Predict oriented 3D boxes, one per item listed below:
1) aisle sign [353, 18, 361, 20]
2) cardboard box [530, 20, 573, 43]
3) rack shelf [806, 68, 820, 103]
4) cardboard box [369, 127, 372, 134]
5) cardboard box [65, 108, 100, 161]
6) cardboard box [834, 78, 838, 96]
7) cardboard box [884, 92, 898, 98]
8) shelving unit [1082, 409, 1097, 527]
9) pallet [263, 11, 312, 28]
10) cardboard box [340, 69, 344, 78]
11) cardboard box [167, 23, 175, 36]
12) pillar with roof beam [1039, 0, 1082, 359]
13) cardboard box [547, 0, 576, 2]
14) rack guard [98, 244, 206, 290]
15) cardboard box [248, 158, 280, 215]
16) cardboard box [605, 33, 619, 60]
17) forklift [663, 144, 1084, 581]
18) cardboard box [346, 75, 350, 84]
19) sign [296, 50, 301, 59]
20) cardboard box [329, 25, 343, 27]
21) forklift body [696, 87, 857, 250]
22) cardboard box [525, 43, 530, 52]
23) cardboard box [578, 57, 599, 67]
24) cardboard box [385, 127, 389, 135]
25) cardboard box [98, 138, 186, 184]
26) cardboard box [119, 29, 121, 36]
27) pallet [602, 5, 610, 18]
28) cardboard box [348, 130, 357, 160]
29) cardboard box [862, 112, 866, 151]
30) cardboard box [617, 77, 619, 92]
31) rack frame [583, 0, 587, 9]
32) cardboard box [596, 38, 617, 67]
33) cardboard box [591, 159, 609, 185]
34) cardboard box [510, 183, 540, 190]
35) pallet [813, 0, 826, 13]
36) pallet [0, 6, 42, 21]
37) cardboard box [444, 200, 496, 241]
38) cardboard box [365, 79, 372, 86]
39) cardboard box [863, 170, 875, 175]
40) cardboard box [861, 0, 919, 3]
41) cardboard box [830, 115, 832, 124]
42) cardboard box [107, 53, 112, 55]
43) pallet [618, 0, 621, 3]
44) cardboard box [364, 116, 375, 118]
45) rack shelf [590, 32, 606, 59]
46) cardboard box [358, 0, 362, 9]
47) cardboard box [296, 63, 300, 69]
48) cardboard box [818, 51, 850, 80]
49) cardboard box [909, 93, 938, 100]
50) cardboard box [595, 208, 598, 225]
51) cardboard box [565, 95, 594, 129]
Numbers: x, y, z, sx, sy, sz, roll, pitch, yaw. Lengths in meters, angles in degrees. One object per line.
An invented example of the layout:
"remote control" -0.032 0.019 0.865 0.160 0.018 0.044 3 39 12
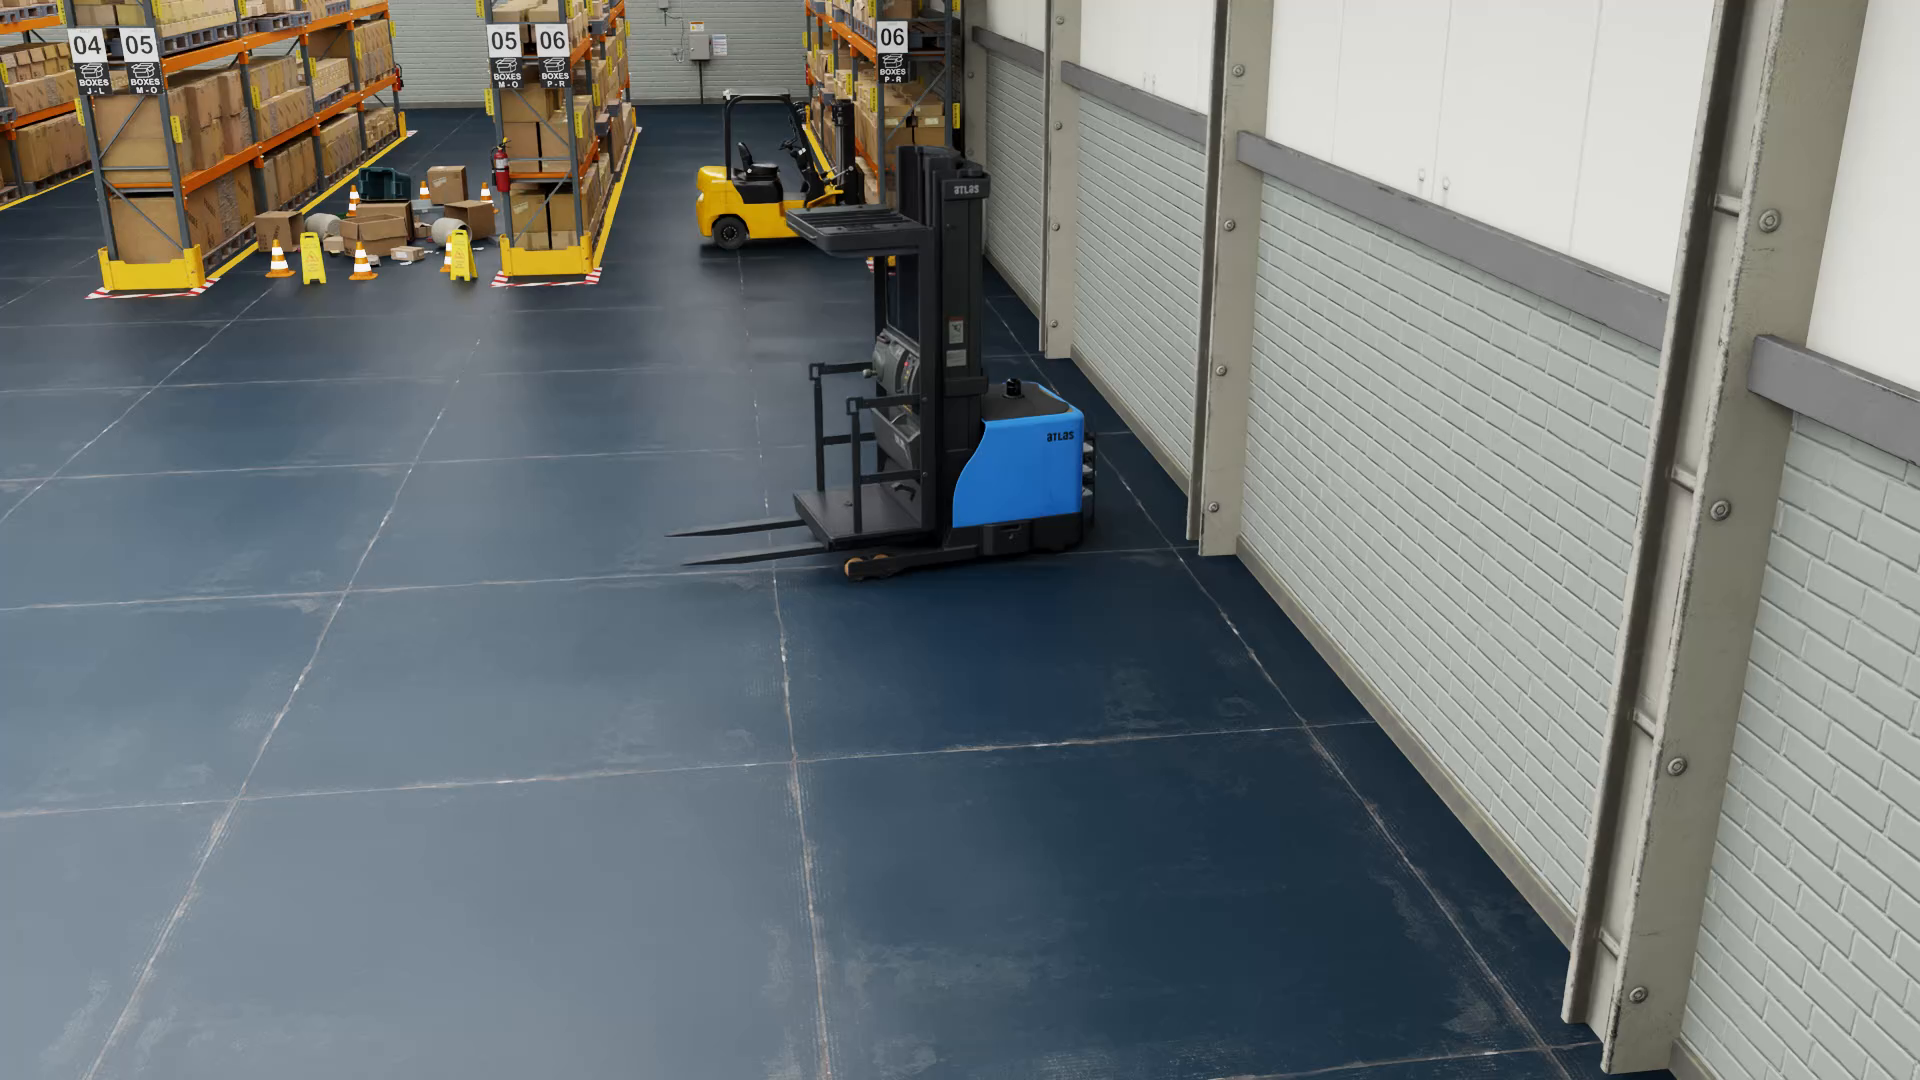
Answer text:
"aisle sign" -13.014 -11.462 35.402 0.394 0.787 0.004 -3 21 -8
"cardboard box" -5.326 -6.641 21.711 0.500 0.250 0.500 -3 21 -9
"rack shelf" -2.624 -9.741 35.537 1.077 0.370 4.000 -3 21 -8
"cardboard box" -12.098 -8.250 33.568 0.380 0.149 0.250 -4 21 -11
"cardboard box" -16.941 -7.615 31.253 1.225 0.875 0.875 -3 21 -8
"cardboard box" -1.961 -7.997 29.340 0.500 0.250 0.500 -3 21 -8
"cardboard box" -1.093 -6.365 23.975 0.380 0.149 0.250 -3 21 -7
"shelving unit" 0.897 -0.546 12.891 0.258 0.900 0.210 -8 22 -20
"pallet" -11.408 -8.561 27.332 1.213 0.211 1.003 -2 21 -5
"cardboard box" -11.806 -8.762 31.223 0.380 0.149 0.250 -2 21 -5
"cardboard box" -10.170 -6.448 21.023 0.380 0.149 0.250 -3 21 -7
"pillar with roof beam" -3.209 -6.033 16.007 9.100 9.000 0.400 -3 21 -8
"cardboard box" -5.769 -7.745 24.099 0.380 0.149 0.250 -2 21 -6
"rack guard" -10.397 -3.515 21.412 1.175 0.500 0.348 -3 21 -8
"cardboard box" -11.156 -5.432 25.589 1.050 0.750 0.750 -3 21 -8
"cardboard box" -7.076 -9.826 33.165 0.500 0.500 0.500 -3 21 -7
"forklift" -0.647 -1.285 11.967 3.031 2.935 1.130 -7 22 -19
"cardboard box" -11.877 -8.800 31.751 0.380 0.149 0.250 -3 21 -9
"sign" -12.666 -9.224 31.890 0.100 0.325 0.005 -3 21 -8
"cardboard box" -12.605 -10.009 33.231 0.500 0.500 0.500 -2 21 -6
"forklift body" -2.684 -5.397 24.093 2.313 2.155 1.214 -3 21 -8
"cardboard box" -5.918 -6.554 22.049 0.380 0.149 0.250 -2 21 -6
"cardboard box" -6.155 -7.883 27.441 0.380 0.149 0.250 -4 21 -10
"cardboard box" -12.187 -8.574 34.859 0.380 0.149 0.250 -4 21 -10
"cardboard box" -10.499 -4.891 21.309 0.875 0.550 0.550 -3 21 -8
"cardboard box" -10.857 -6.499 21.160 0.380 0.149 0.250 -3 21 -7
"pallet" -6.815 -9.286 29.273 1.213 0.211 1.003 -2 21 -5
"cardboard box" -11.701 -7.454 31.358 0.500 0.500 0.500 -3 21 -9
"cardboard box" -1.159 -5.965 24.258 0.500 0.500 0.500 -3 21 -7
"cardboard box" -6.932 -8.921 32.528 0.500 0.250 0.500 -3 21 -9
"rack frame" -6.093 -9.174 24.418 1.000 3.000 0.127 -3 21 -8
"cardboard box" -6.852 -9.328 31.832 0.500 0.500 0.500 -3 21 -7
"cardboard box" -6.484 -6.263 28.354 0.950 0.372 0.625 -3 21 -9
"cardboard box" -6.010 -4.931 22.961 0.380 0.149 0.250 -2 21 -6
"pallet" -2.158 -10.114 31.490 1.213 0.211 1.003 -3 21 -8
"pallet" -16.786 -9.173 28.972 1.003 0.211 1.213 -2 21 -5
"cardboard box" -7.285 -4.754 24.727 0.500 0.500 0.500 12 24 29
"cardboard box" -12.053 -9.206 33.437 0.380 0.149 0.250 -3 21 -7
"cardboard box" -1.208 -5.278 24.460 0.500 0.250 0.500 -3 21 -9
"cardboard box" -1.006 -7.633 23.687 0.797 0.503 0.637 -2 21 -6
"cardboard box" -2.330 -8.214 32.468 0.380 0.149 0.250 -3 21 -8
"cardboard box" -17.012 -9.584 32.806 0.500 0.500 0.500 -4 21 -9
"pallet" -7.527 -11.203 34.263 1.003 0.211 1.213 -3 21 -8
"cardboard box" -12.178 -8.574 34.008 0.380 0.149 0.250 -4 21 -10
"rack shelf" -6.382 -8.124 26.923 1.077 0.370 4.000 -3 21 -8
"cardboard box" -12.017 -10.530 32.551 0.500 0.250 0.500 -3 21 -9
"cardboard box" -12.377 -8.687 30.596 0.380 0.149 0.250 -3 21 -8
"cardboard box" -2.412 -9.271 32.508 0.700 0.500 0.500 -3 21 -7
"cardboard box" -0.523 -6.303 23.809 0.380 0.149 0.250 -3 21 -9
"cardboard box" -5.587 -4.721 24.399 0.500 0.250 0.500 -3 21 -7
"cardboard box" -5.783 -6.409 25.020 0.500 0.500 0.500 -3 21 -9
